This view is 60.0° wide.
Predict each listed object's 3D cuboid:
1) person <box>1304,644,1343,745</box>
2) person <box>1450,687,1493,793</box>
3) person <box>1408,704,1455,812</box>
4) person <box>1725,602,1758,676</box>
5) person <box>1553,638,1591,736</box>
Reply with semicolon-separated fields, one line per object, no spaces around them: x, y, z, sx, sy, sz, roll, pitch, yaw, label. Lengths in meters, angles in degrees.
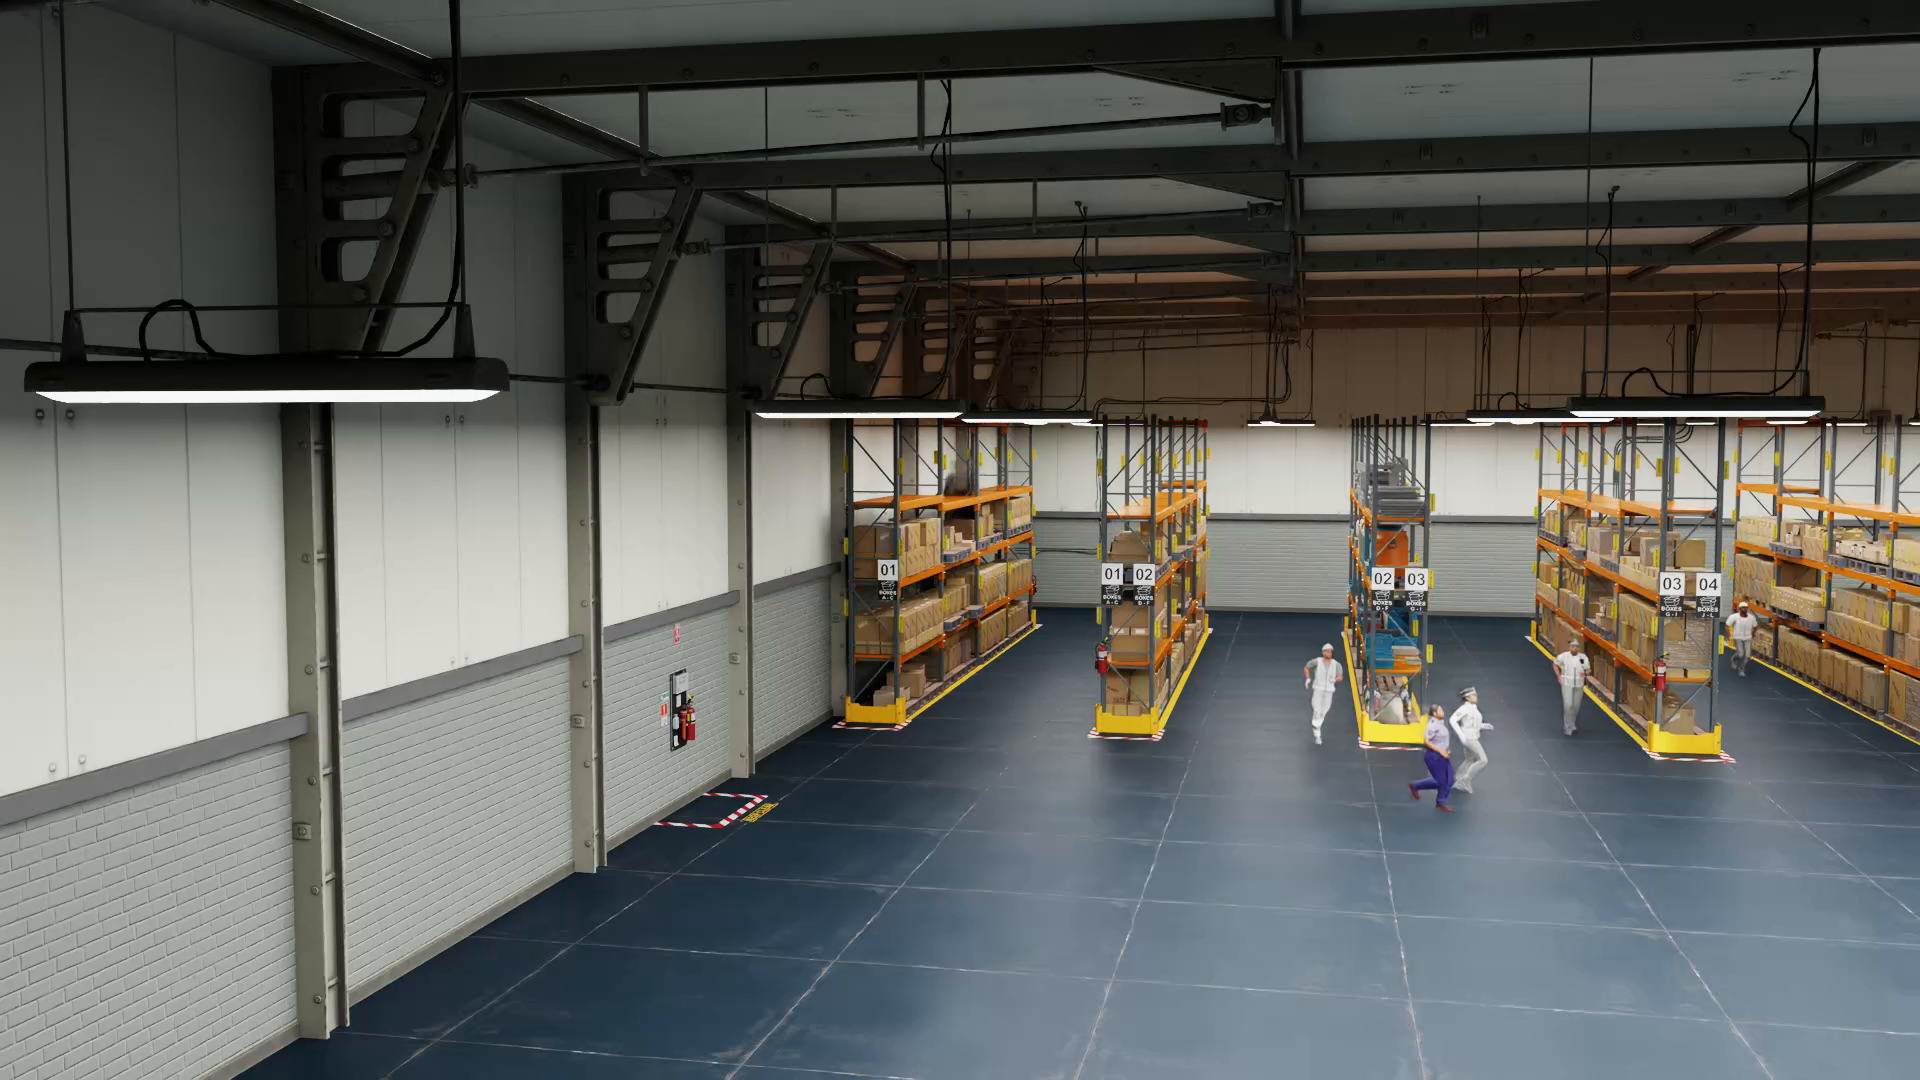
6.689;2.803;30.559;0.683;1.807;0.901;0;4;-2;person
8.039;3.134;26.105;0.642;1.673;0.583;2;4;31;person
7.124;3.265;25.035;0.685;1.623;0.608;2;4;29;person
18.177;2.299;38.628;0.711;1.724;0.583;1;4;8;person
11.546;2.768;31.336;0.651;1.855;0.715;0;4;7;person
